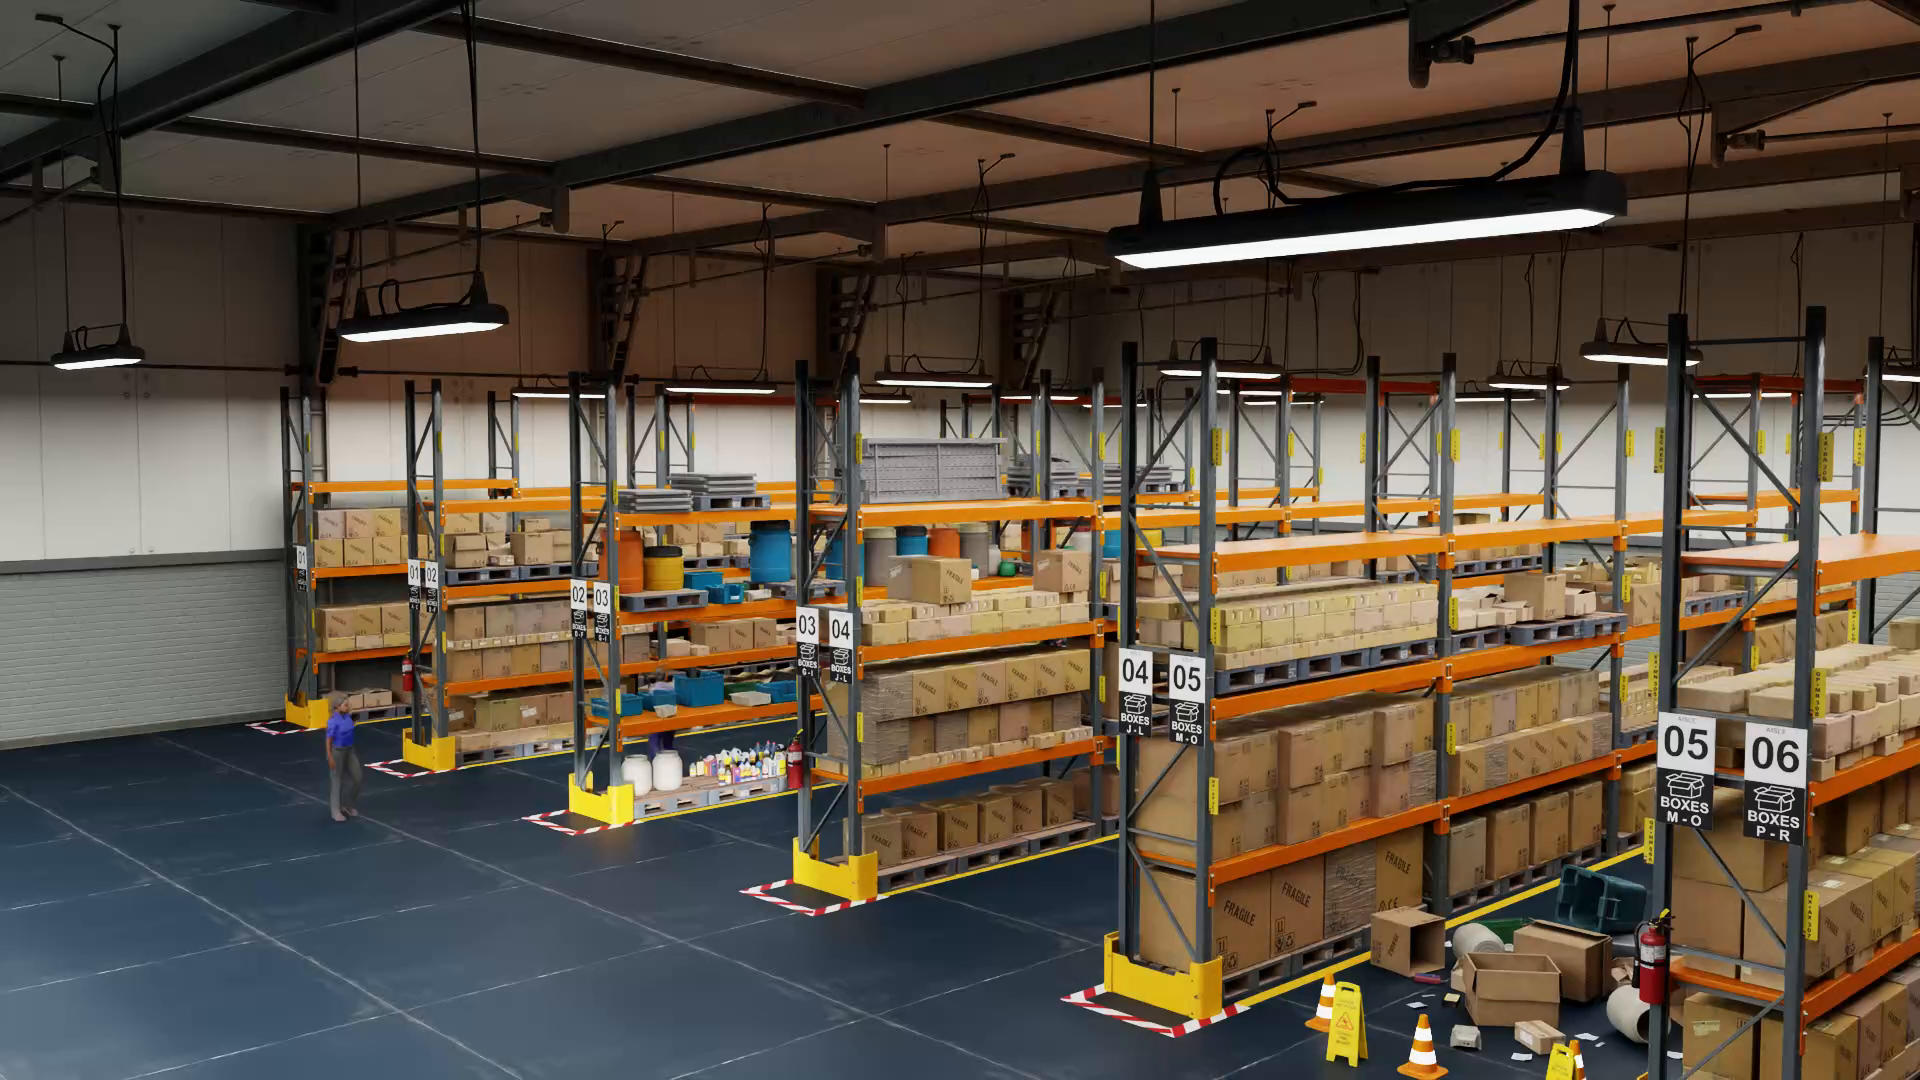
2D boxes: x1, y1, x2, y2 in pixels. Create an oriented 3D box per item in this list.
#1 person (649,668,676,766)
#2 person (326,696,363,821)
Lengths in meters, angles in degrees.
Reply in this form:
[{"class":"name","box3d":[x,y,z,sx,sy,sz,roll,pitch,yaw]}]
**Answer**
[{"class":"person","box3d":[-4.493,2.739,24.990,0.410,1.653,0.520,3,5,42]},{"class":"person","box3d":[-8.307,2.944,22.309,0.354,1.706,0.544,1,4,21]}]
